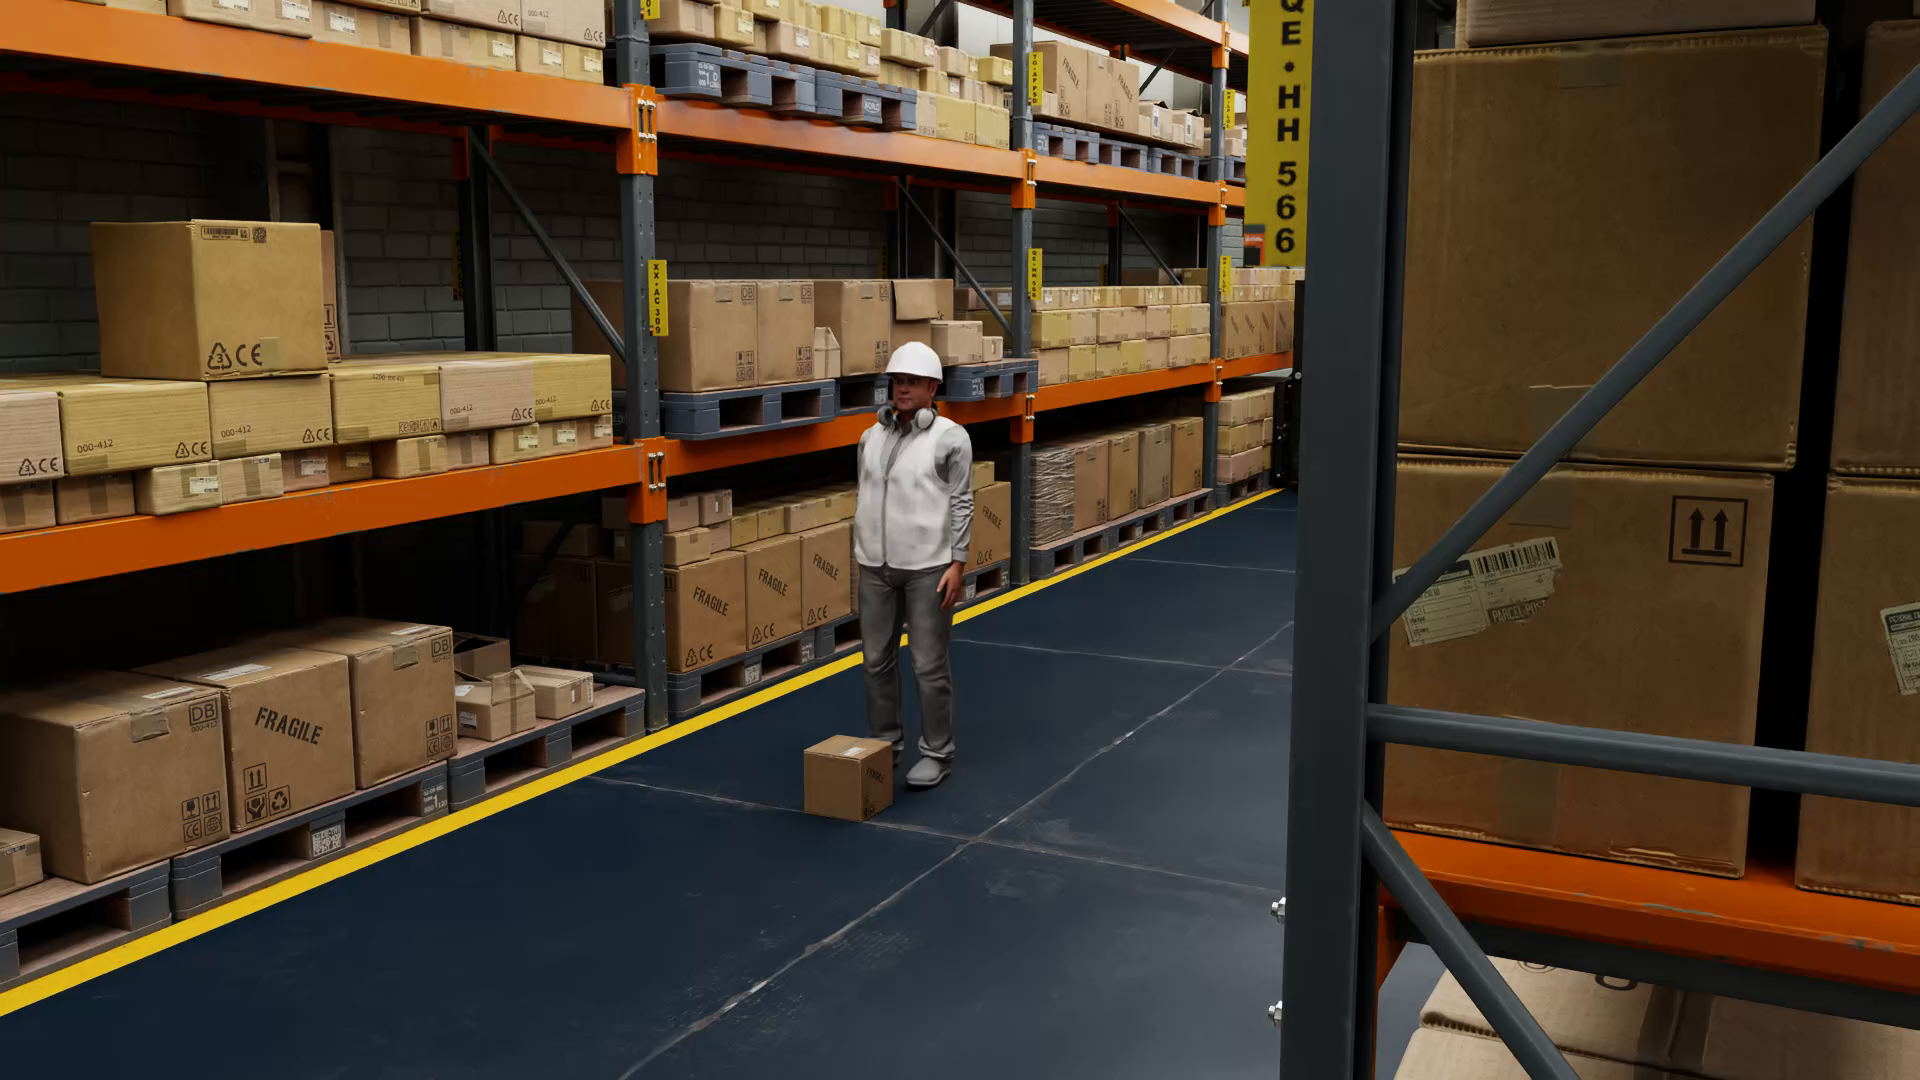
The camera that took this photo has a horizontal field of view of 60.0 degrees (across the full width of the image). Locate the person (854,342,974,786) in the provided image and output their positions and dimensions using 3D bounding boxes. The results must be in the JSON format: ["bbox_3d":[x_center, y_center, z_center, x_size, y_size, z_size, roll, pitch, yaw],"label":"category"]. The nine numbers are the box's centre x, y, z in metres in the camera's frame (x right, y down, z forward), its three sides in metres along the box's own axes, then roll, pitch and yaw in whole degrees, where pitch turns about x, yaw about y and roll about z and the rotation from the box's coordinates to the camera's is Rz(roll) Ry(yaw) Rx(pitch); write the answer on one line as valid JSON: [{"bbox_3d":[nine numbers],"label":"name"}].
[{"bbox_3d":[-0.200,0.110,6.682,0.534,1.799,0.361,5,10,27],"label":"person"}]
